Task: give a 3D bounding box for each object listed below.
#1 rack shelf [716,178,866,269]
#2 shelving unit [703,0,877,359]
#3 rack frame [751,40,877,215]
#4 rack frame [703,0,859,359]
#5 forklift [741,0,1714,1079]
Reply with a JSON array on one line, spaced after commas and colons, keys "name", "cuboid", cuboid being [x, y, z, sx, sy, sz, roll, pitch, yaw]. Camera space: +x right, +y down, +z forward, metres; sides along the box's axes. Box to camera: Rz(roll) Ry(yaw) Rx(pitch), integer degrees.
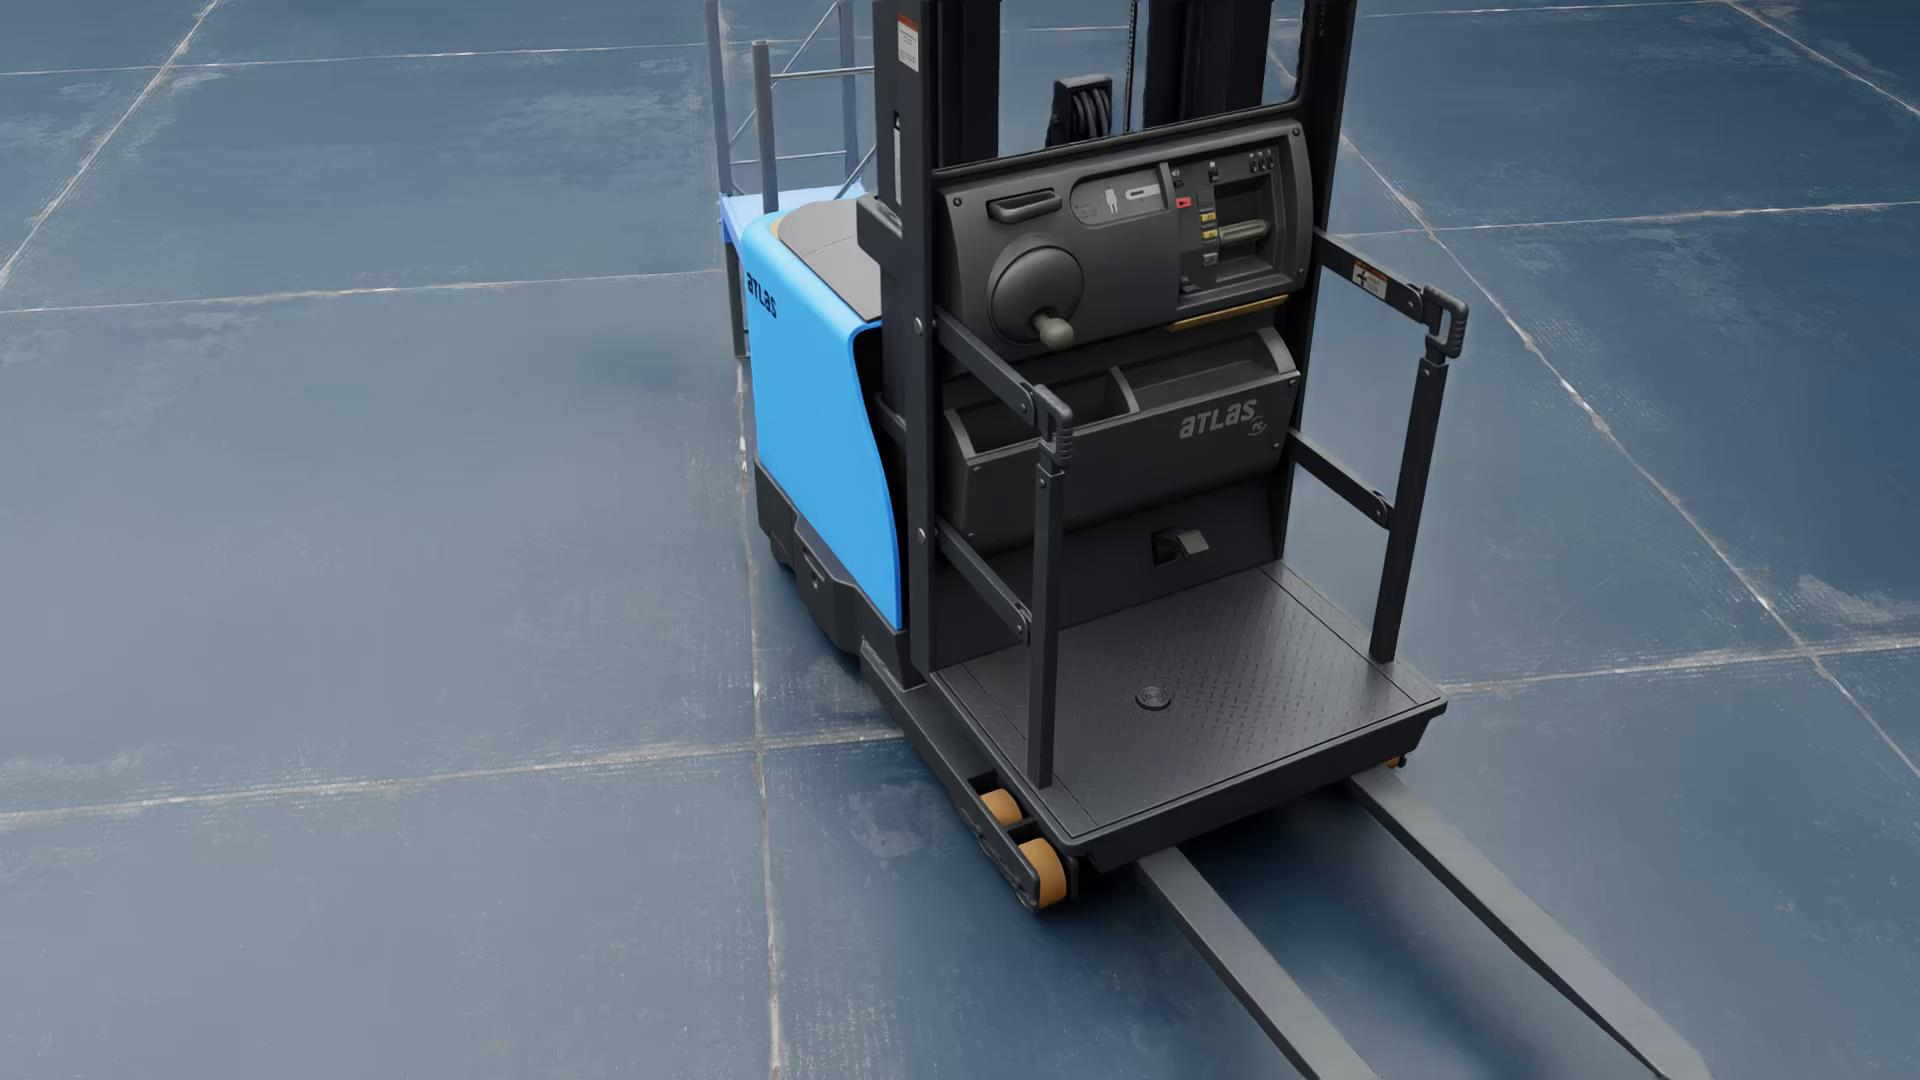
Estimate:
[{"name": "rack shelf", "cuboid": [-0.472, -0.920, 5.588, 0.538, 0.185, 1.000, -9, 35, -13]}, {"name": "shelving unit", "cuboid": [-0.472, -1.069, 5.486, 0.538, 1.500, 1.048, -9, 35, -13]}, {"name": "rack frame", "cuboid": [-0.335, -0.793, 5.082, 0.500, 1.500, 0.032, -9, 35, -13]}, {"name": "rack frame", "cuboid": [-0.608, -1.344, 5.891, 0.500, 1.500, 0.032, -9, 35, -13]}, {"name": "forklift", "cuboid": [0.496, -0.623, 3.562, 1.130, 2.935, 3.031, -16, 38, -22]}]
